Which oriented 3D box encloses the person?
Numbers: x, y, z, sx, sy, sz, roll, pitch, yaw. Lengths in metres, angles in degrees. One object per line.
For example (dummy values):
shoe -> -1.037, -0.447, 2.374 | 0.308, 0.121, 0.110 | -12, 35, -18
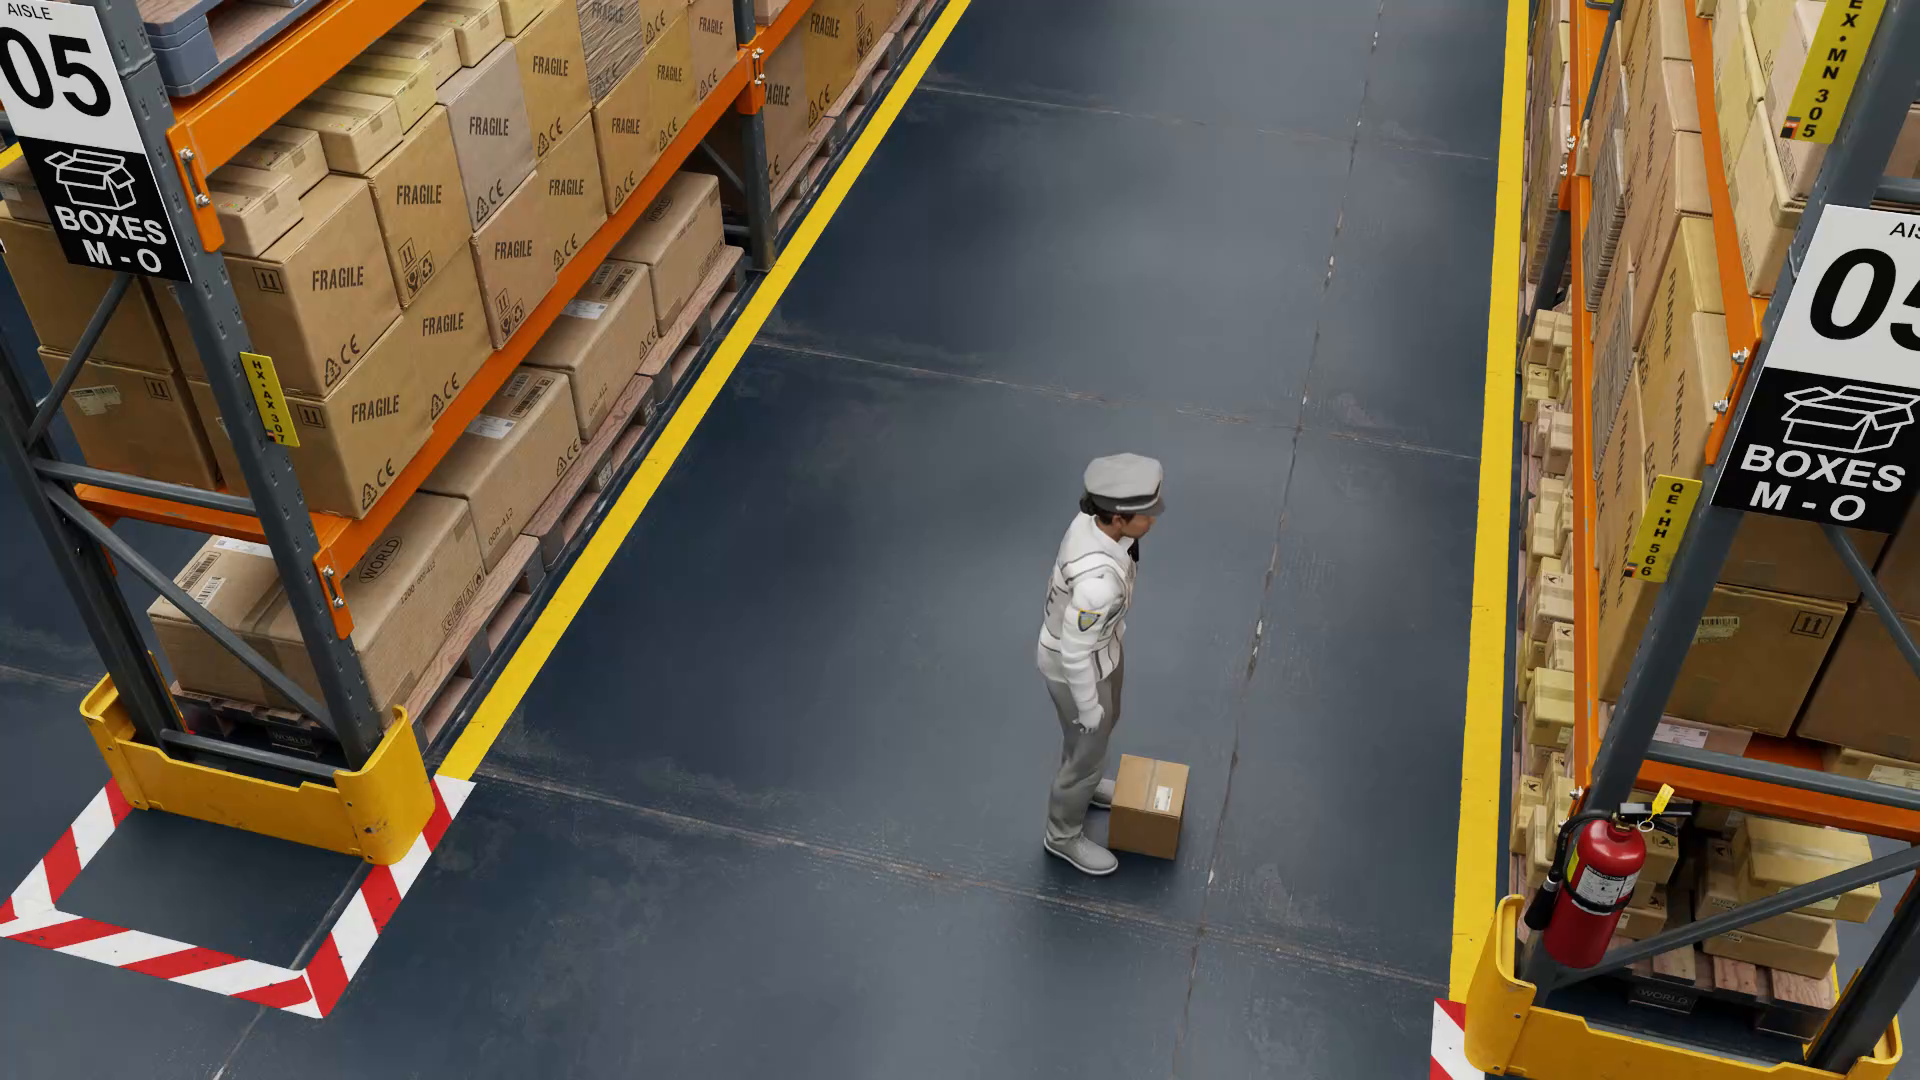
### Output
person -> 0.455, 0.412, 5.687 | 0.375, 1.662, 0.532 | 8, 42, 9
